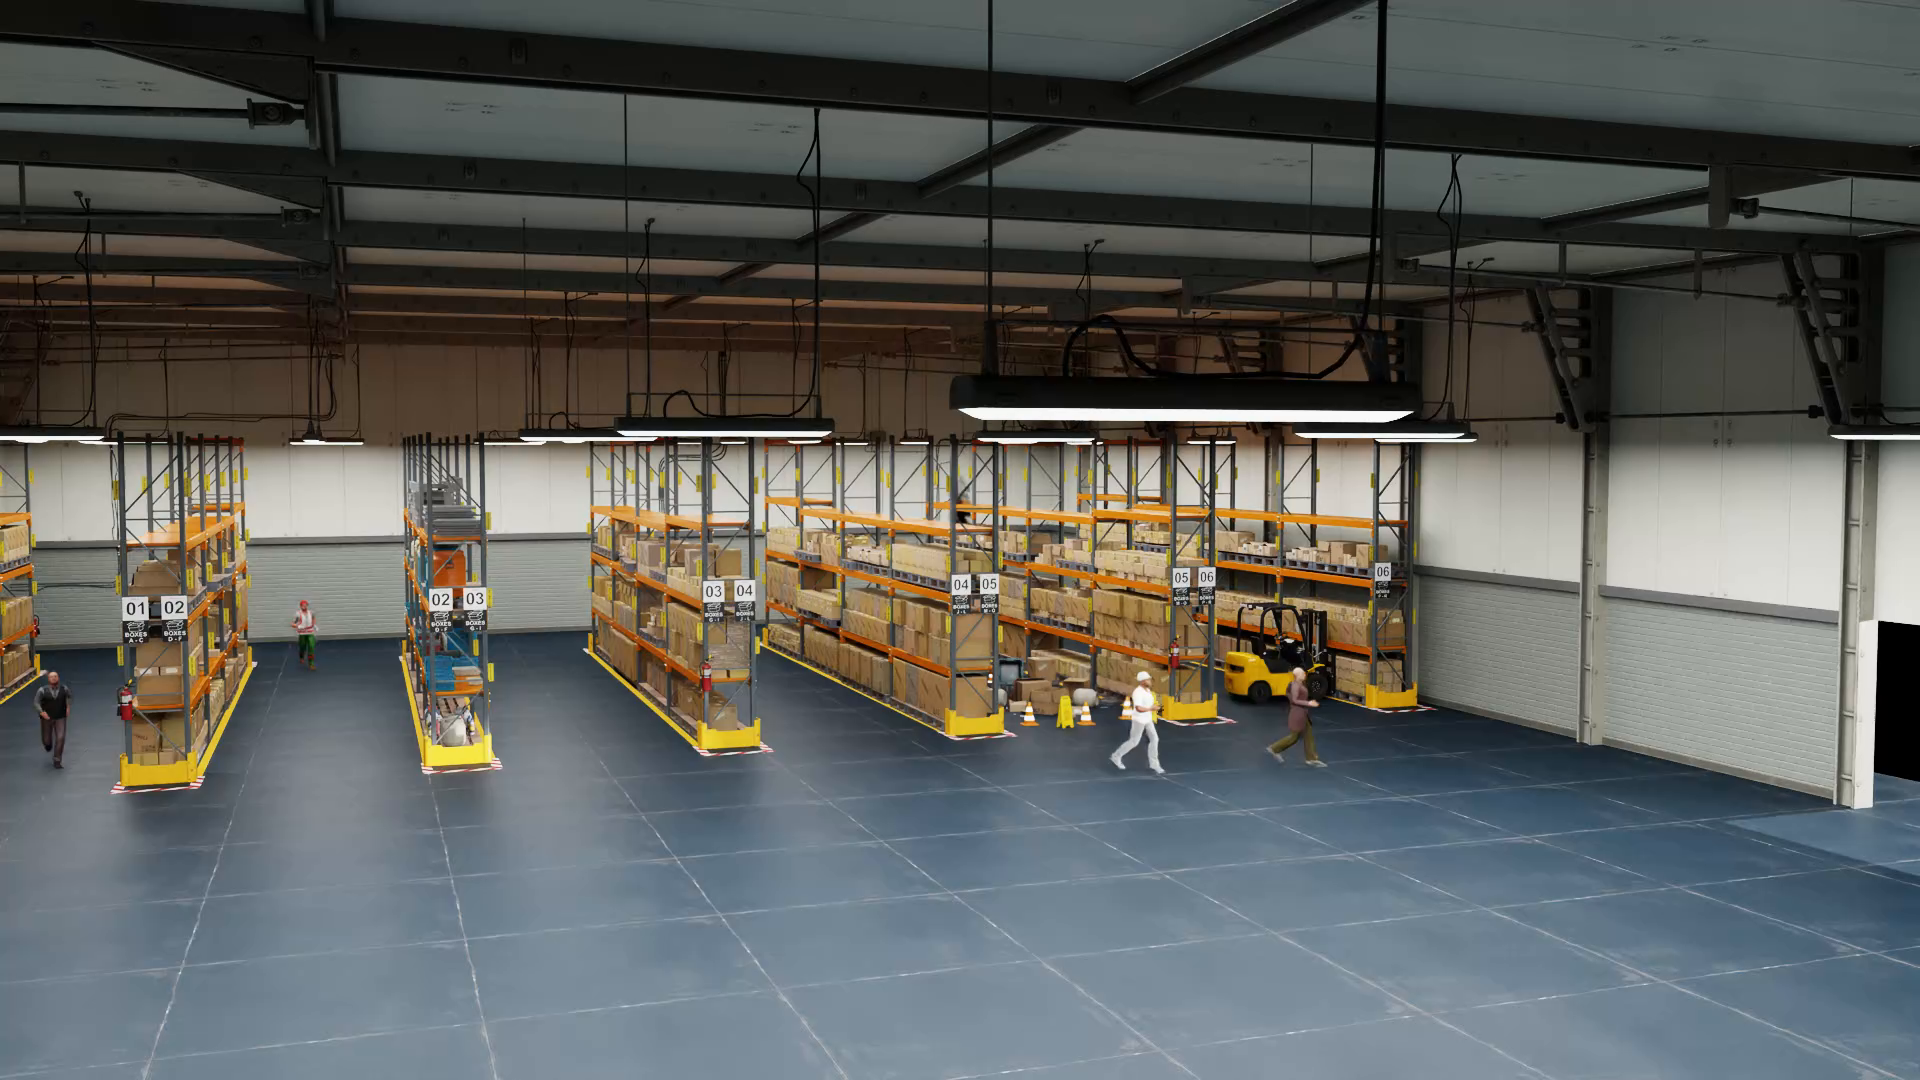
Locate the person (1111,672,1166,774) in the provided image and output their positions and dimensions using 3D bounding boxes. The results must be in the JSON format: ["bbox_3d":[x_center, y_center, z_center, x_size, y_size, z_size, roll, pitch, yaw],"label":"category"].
[{"bbox_3d":[3.159,3.210,29.332,0.948,1.801,0.712,2,4,26],"label":"person"}]

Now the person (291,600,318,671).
[{"bbox_3d":[-16.922,2.449,42.958,0.669,1.791,0.978,-2,4,-35],"label":"person"}]

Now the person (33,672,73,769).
[{"bbox_3d":[-16.356,3.236,30.010,0.643,1.710,0.999,-2,4,-29],"label":"person"}]

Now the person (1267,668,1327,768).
[{"bbox_3d":[6.028,3.175,29.723,1.060,1.768,0.714,1,3,22],"label":"person"}]

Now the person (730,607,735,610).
[{"bbox_3d":[-6.581,2.335,47.371,0.601,1.536,0.494,0,3,5],"label":"person"}]
